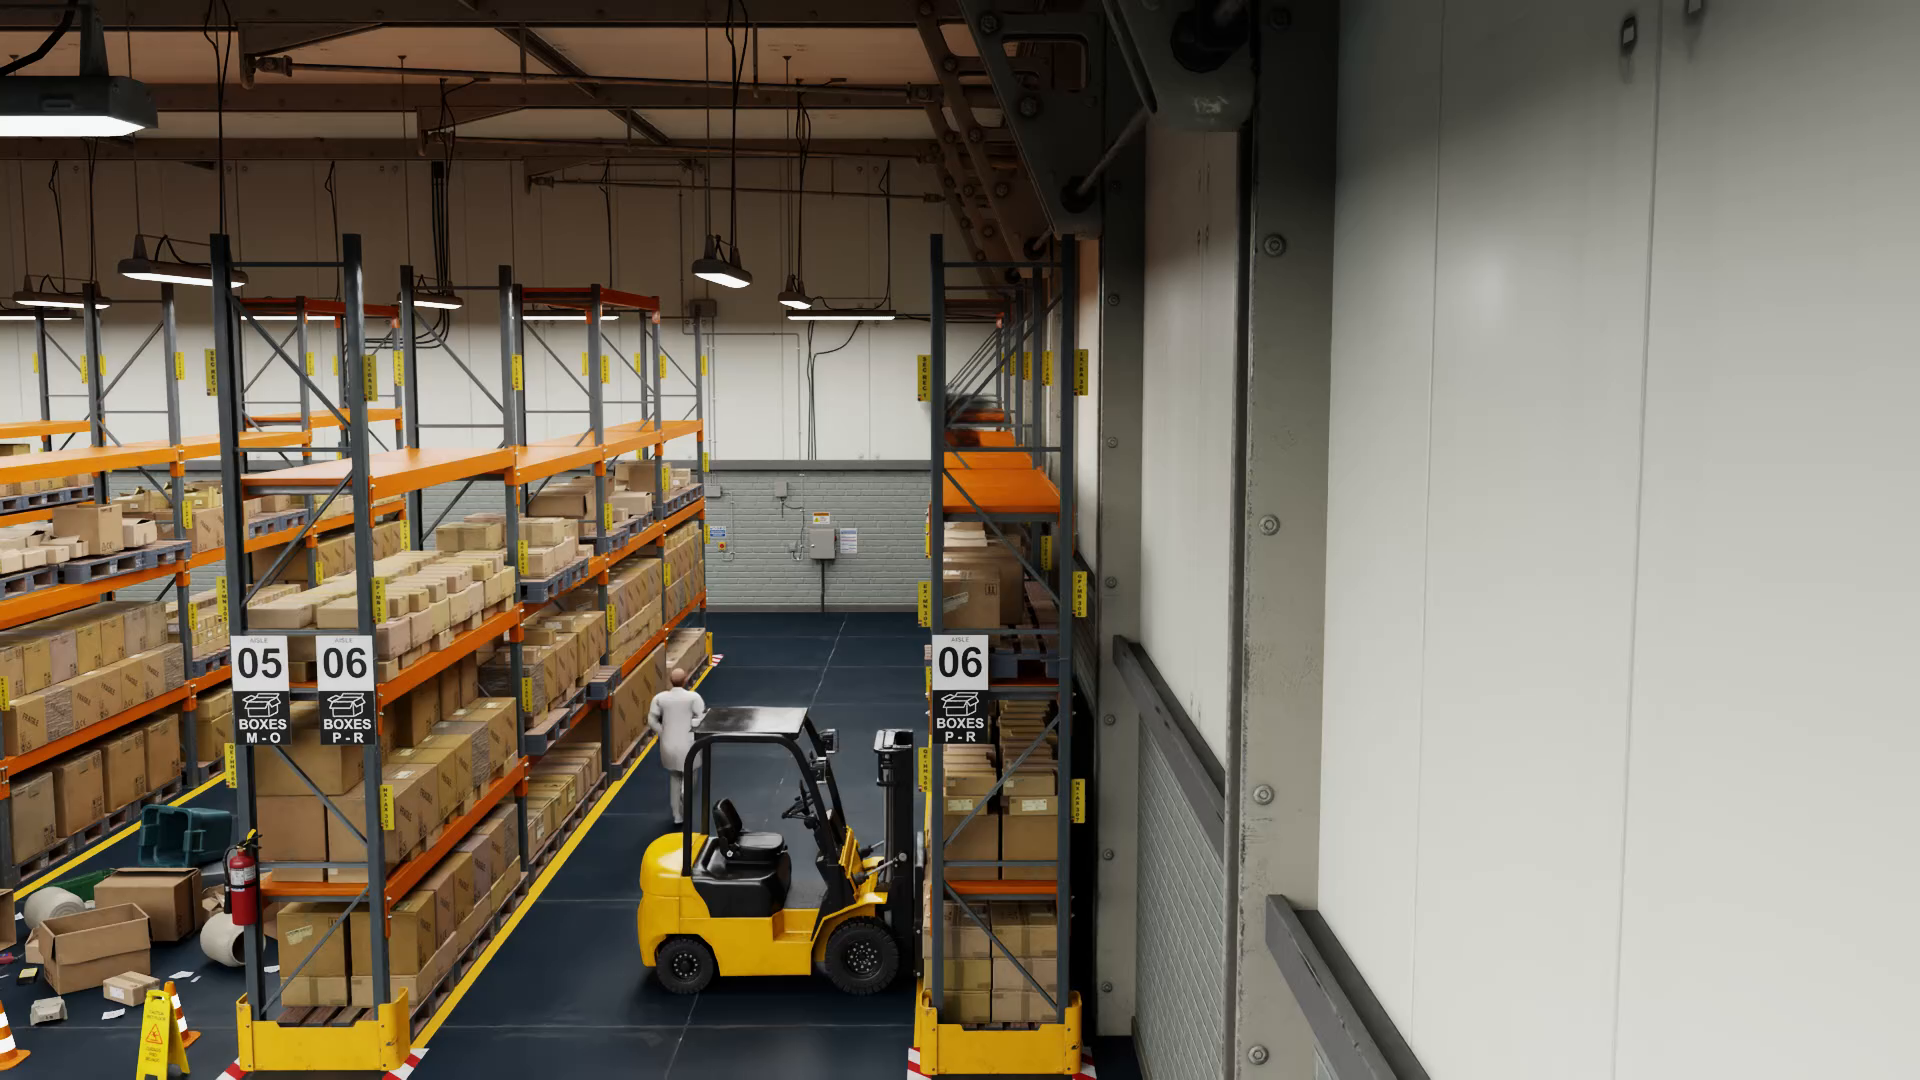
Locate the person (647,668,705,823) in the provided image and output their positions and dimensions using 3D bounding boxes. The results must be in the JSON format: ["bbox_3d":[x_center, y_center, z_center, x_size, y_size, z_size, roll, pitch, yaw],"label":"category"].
[{"bbox_3d":[-3.114,2.285,18.427,0.695,1.727,0.679,0,6,3],"label":"person"}]
